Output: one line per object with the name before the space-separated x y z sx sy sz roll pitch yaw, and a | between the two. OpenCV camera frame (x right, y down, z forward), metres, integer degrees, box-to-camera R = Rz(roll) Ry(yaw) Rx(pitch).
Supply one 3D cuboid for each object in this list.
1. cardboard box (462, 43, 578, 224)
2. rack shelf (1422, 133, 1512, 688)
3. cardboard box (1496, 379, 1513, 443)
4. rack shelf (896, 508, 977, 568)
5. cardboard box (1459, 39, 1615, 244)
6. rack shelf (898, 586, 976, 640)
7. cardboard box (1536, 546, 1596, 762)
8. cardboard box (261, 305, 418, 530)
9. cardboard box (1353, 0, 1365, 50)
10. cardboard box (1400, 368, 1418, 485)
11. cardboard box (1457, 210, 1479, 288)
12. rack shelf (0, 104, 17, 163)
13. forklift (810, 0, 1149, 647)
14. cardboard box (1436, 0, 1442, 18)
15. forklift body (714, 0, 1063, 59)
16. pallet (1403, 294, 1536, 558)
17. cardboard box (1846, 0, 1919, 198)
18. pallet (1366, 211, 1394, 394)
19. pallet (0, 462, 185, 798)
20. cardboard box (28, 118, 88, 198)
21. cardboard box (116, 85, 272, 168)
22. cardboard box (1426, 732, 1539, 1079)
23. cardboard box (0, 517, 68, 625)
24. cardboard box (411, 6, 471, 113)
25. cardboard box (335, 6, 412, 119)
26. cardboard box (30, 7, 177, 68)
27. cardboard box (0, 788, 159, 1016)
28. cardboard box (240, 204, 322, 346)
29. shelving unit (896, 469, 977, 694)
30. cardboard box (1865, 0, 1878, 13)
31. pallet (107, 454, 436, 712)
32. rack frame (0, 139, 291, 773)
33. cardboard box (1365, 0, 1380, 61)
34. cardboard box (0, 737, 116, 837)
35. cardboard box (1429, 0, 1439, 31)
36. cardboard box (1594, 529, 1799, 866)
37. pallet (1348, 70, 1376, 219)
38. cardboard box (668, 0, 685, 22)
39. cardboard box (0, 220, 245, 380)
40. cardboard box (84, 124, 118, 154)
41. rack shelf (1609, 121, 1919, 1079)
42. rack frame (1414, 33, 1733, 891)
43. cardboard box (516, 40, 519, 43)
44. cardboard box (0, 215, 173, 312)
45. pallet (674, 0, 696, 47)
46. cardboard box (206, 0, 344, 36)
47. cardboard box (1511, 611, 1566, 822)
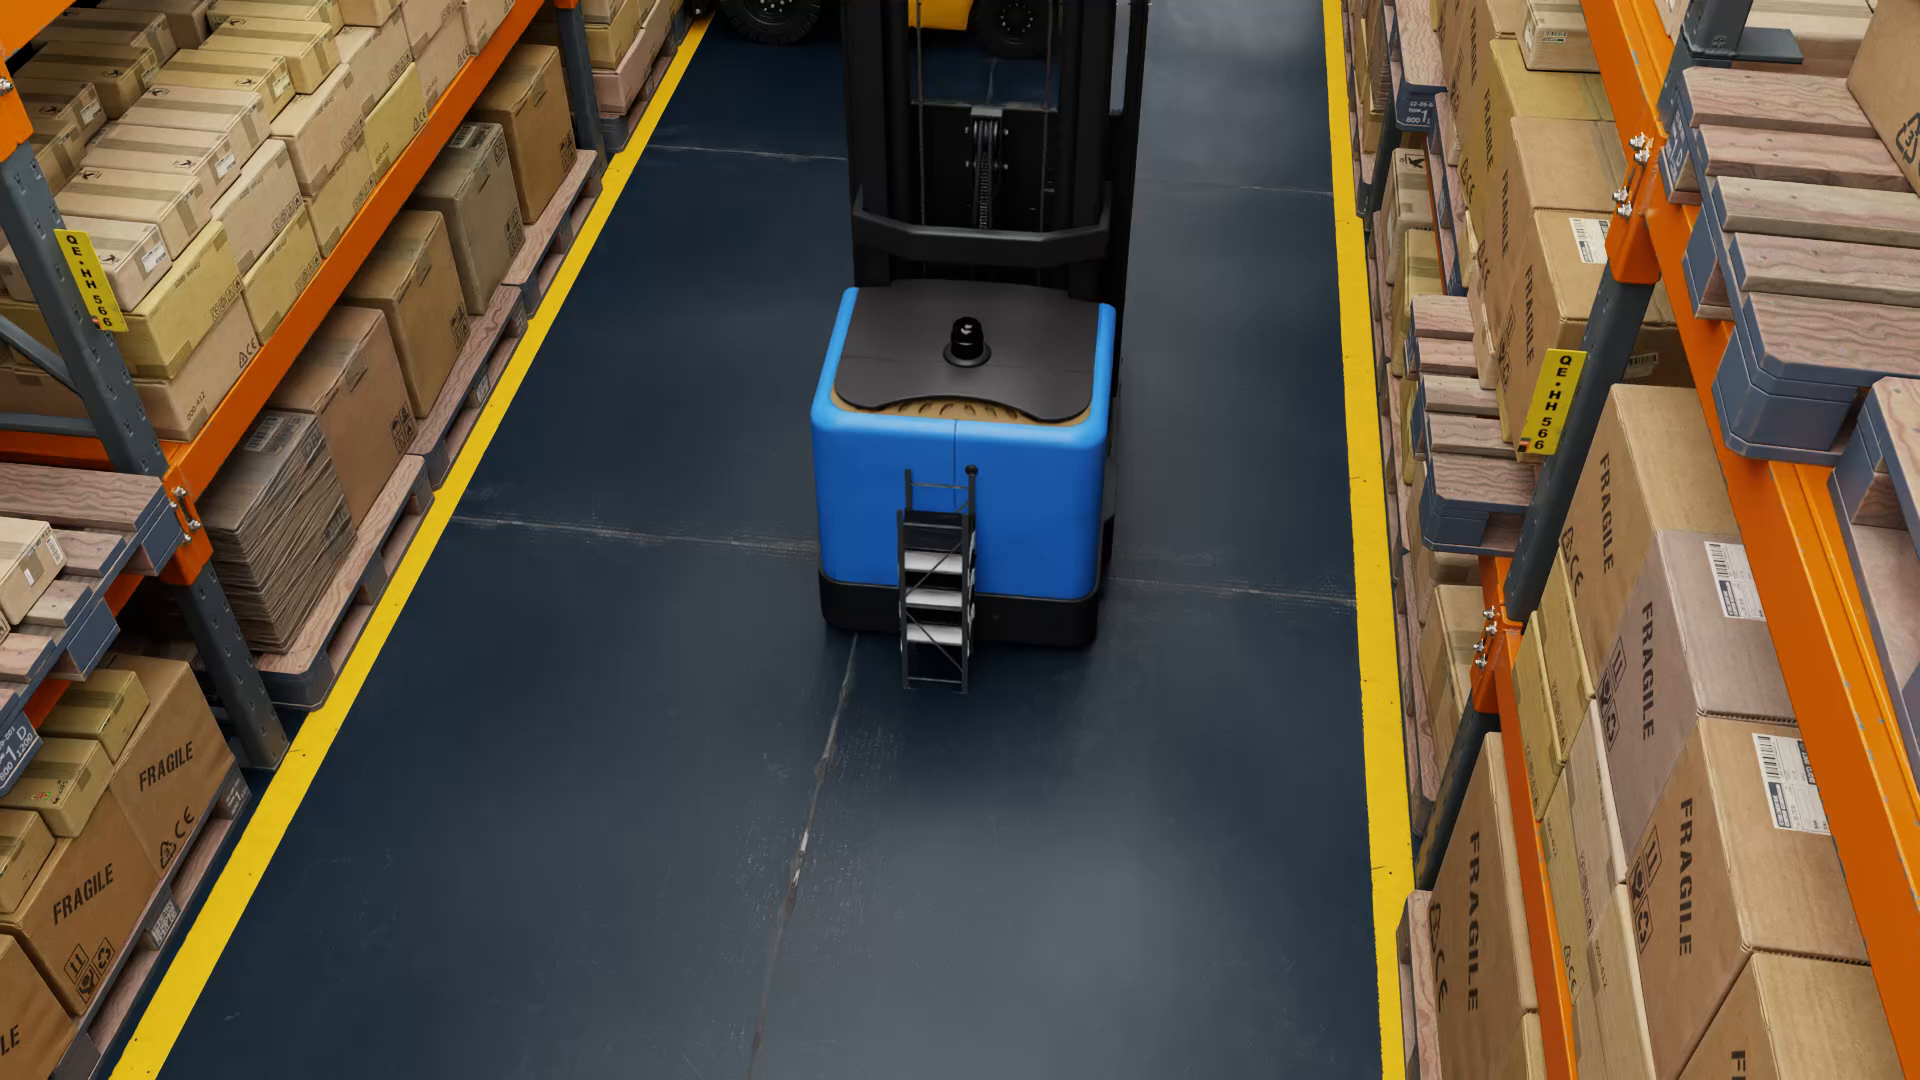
cardboard box | -2.435 -2.014 8.117 0.875 0.625 0.625 7 44 7
rack shelf | 2.279 -1.008 6.156 1.077 0.370 4.000 5 44 6
cardboard box | 1.789 -0.401 4.869 0.380 0.149 0.250 6 44 6
rack shelf | -0.081 -0.008 5.760 0.258 0.077 0.200 4 44 5
cardboard box | 1.923 -1.235 5.278 0.500 0.500 0.500 3 43 3
rack shelf | -0.081 0.253 6.007 0.258 0.077 0.200 4 44 5
cardboard box | 1.703 0.290 4.008 0.500 0.250 0.500 5 44 5
cardboard box | -2.731 -0.515 6.534 0.875 0.625 0.625 7 44 7
cardboard box | 2.488 -2.923 9.350 0.500 0.250 0.500 6 44 6
cardboard box | 2.295 -0.508 6.711 0.950 0.372 0.625 7 44 7
cardboard box | 1.841 -0.937 5.435 0.380 0.149 0.250 6 44 6
rack shelf | -3.170 0.181 2.719 1.077 0.370 4.000 5 44 6
forklift | 0.148 -1.679 6.392 1.130 2.935 3.031 4 44 5
cardboard box | 2.132 -2.294 6.396 0.500 0.500 0.500 5 44 6
forklift body | -0.290 -4.040 9.453 2.313 2.155 1.214 5 44 6
pallet | 2.004 -0.332 5.058 1.213 0.211 1.003 5 44 6
cardboard box | 2.115 -0.914 2.972 0.797 0.503 0.637 3 44 3
pallet | 2.442 -1.089 7.746 1.003 0.211 1.213 5 44 6
pallet | -2.926 0.183 4.514 1.213 0.211 1.003 5 44 6
cardboard box | -3.045 -1.226 5.319 0.380 0.149 0.250 5 44 5
cardboard box | -2.507 -1.356 5.456 0.380 0.149 0.250 6 44 6
cardboard box | 1.841 1.176 4.566 0.875 0.875 0.875 5 44 5
cardboard box | -2.612 0.067 4.375 0.380 0.149 0.250 6 44 6
cardboard box | -2.341 -1.980 6.769 0.500 0.250 0.500 5 44 6
cardboard box | -2.408 -1.808 6.224 0.500 0.250 0.500 6 44 6
cardboard box | -3.019 -1.748 5.870 0.380 0.149 0.250 5 44 5
cardboard box | -2.825 1.049 4.974 0.500 0.500 0.500 5 44 5
cardboard box | -2.533 -0.923 5.652 0.500 0.250 0.500 4 44 5
shelving unit | -0.081 0.164 5.922 0.258 0.900 0.210 4 44 5
cardboard box | 2.225 -1.103 3.734 0.380 0.149 0.250 5 44 6
pallet | -2.758 0.101 6.490 1.003 0.211 1.213 5 44 6
rack frame | -2.906 -0.355 4.943 1.000 3.000 0.127 5 44 6
cardboard box | 2.421 -2.833 8.709 0.500 0.500 0.500 6 44 6
cardboard box | -2.725 0.714 4.856 0.380 0.149 0.250 3 44 3
cardboard box | 2.116 -2.176 6.744 0.380 0.149 0.250 6 44 6
cardboard box | 1.651 0.348 3.401 0.500 0.500 0.500 5 44 6
pallet | 2.598 -2.080 8.794 1.003 0.211 1.213 5 44 6
cardboard box | -1.880 -3.233 9.677 0.500 0.250 0.500 6 44 6
cardboard box | -2.580 -0.760 5.116 0.500 0.250 0.500 5 44 5
cardboard box | -3.056 -1.162 5.541 0.500 0.250 0.500 6 44 6
rack shelf | 1.751 0.629 2.245 1.077 0.370 4.000 5 44 6
rack frame | 2.015 0.094 4.469 1.000 3.000 0.127 5 44 6
cardboard box | -2.516 -2.767 8.821 0.500 0.250 0.500 4 44 5
cardboard box | -2.572 -0.817 4.886 0.380 0.149 0.250 6 44 7
pallet | -2.071 -3.440 10.229 1.003 0.211 1.213 5 44 6
cardboard box | -2.473 -1.883 6.013 0.380 0.149 0.250 5 44 6
cardboard box | 1.701 0.459 4.192 0.500 0.250 0.500 5 44 5
